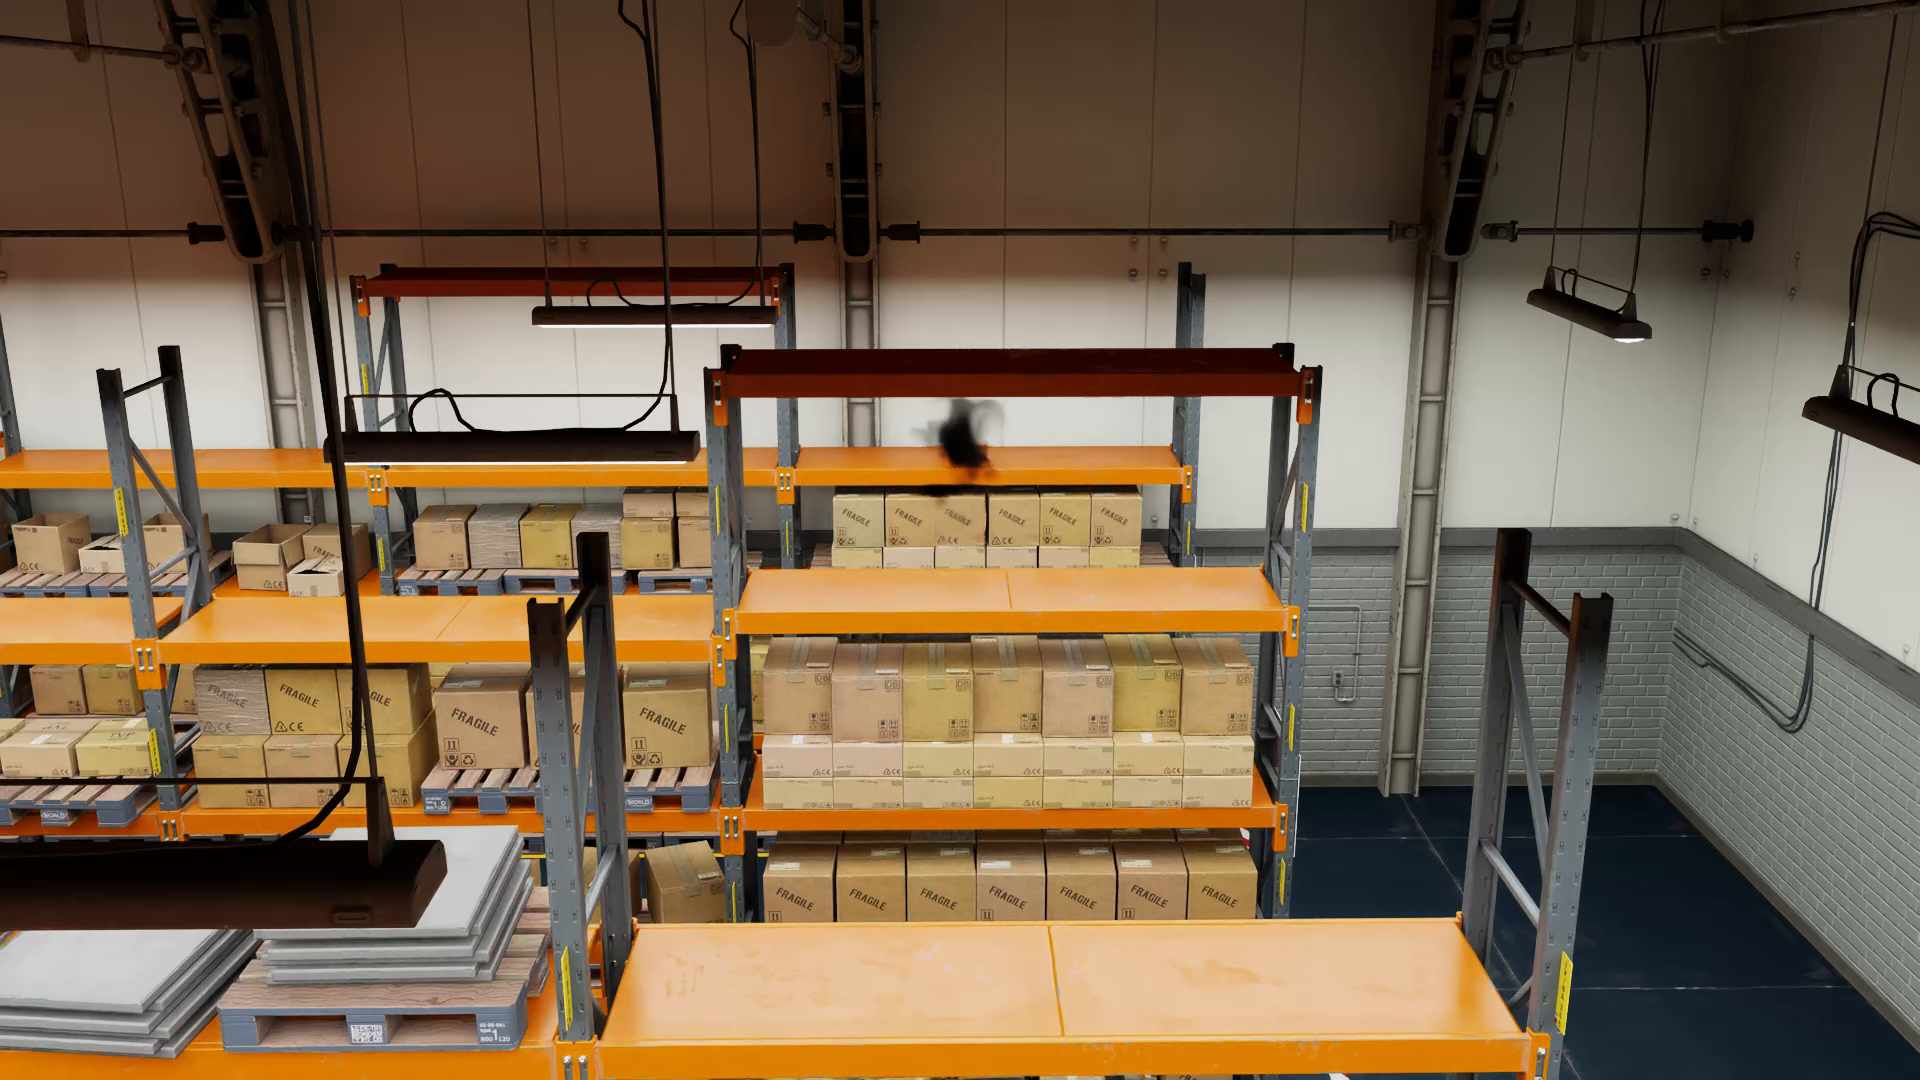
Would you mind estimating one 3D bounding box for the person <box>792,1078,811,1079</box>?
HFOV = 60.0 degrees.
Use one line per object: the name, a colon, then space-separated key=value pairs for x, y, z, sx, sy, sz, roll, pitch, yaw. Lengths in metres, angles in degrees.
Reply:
person: x=-0.901 y=4.270 z=10.879 sx=0.876 sy=1.721 sz=0.538 roll=-4 pitch=17 yaw=-13
